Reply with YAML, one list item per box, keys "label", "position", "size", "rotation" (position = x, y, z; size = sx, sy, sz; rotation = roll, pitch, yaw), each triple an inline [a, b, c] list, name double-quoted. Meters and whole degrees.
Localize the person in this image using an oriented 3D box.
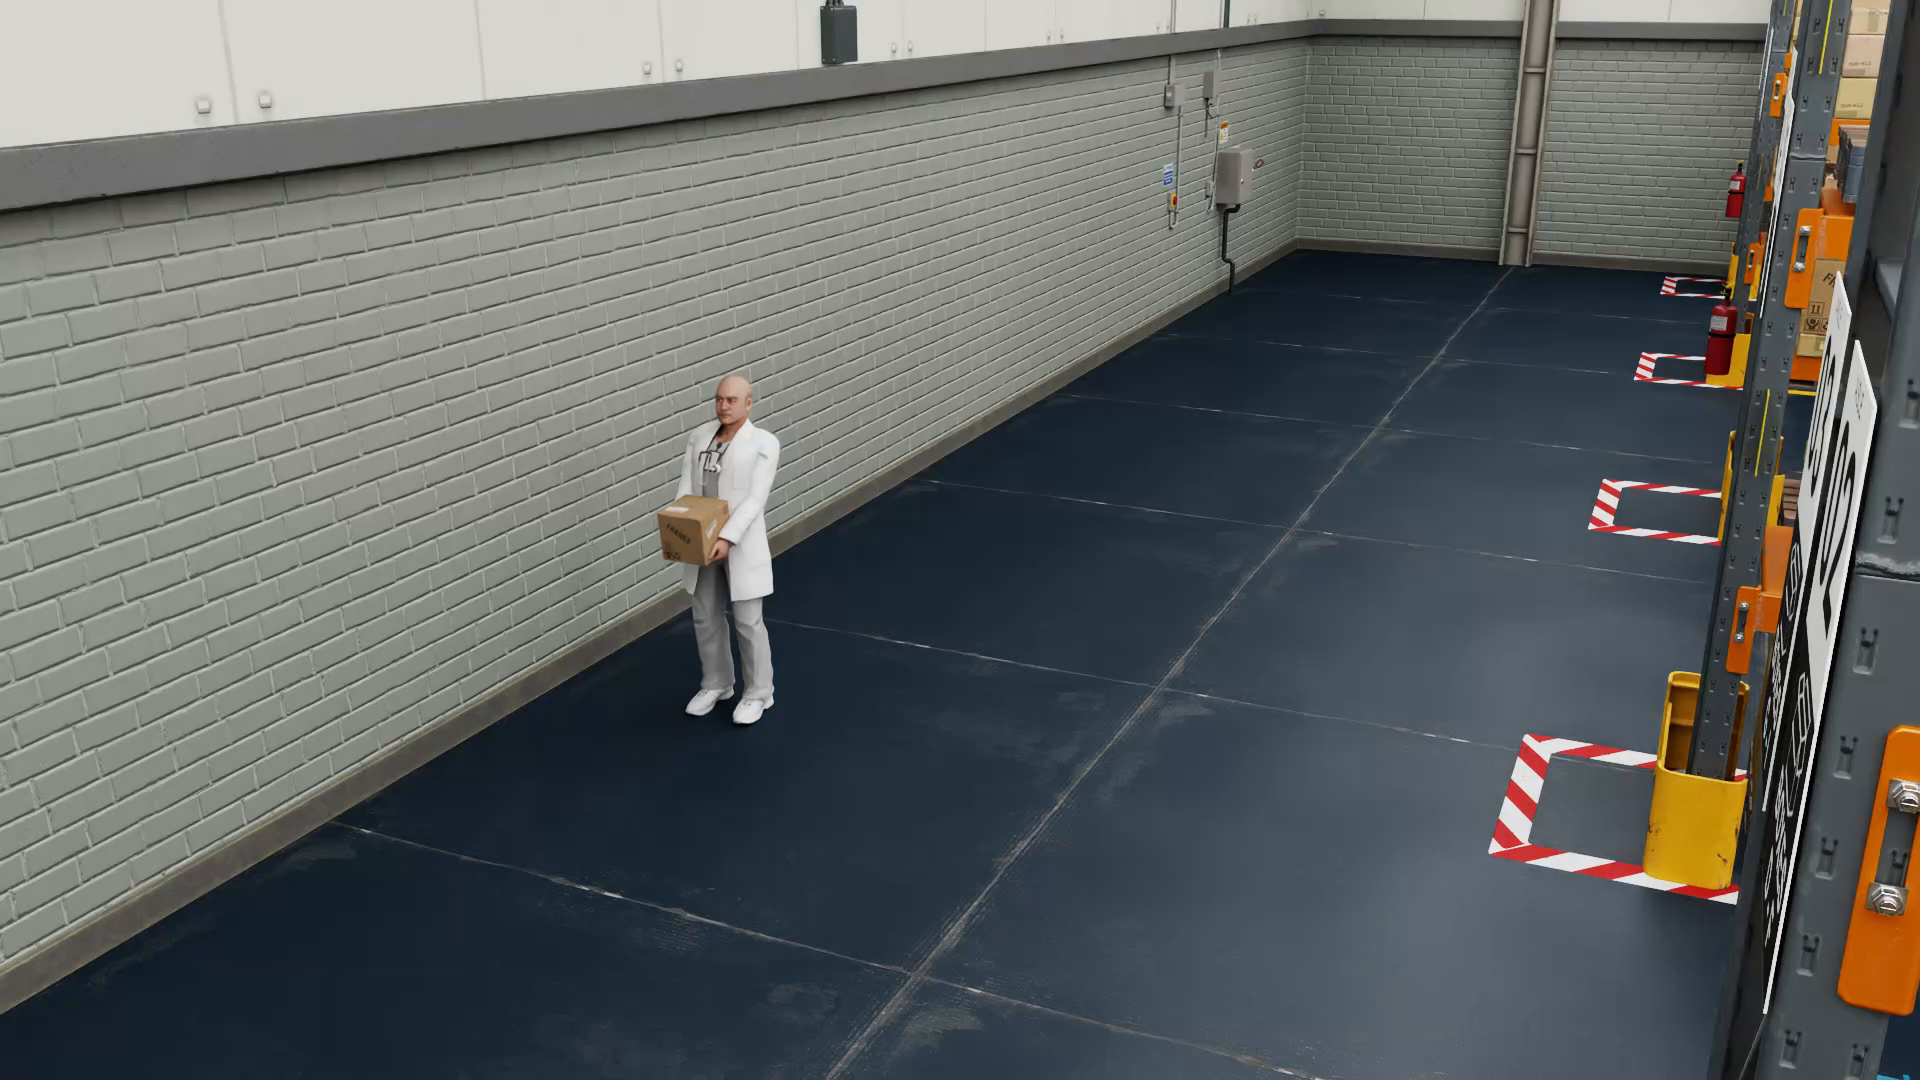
- label: "person"
  position: [-1.213, 0.072, 8.386]
  size: [0.531, 1.770, 0.555]
  rotation: [9, 21, 24]
